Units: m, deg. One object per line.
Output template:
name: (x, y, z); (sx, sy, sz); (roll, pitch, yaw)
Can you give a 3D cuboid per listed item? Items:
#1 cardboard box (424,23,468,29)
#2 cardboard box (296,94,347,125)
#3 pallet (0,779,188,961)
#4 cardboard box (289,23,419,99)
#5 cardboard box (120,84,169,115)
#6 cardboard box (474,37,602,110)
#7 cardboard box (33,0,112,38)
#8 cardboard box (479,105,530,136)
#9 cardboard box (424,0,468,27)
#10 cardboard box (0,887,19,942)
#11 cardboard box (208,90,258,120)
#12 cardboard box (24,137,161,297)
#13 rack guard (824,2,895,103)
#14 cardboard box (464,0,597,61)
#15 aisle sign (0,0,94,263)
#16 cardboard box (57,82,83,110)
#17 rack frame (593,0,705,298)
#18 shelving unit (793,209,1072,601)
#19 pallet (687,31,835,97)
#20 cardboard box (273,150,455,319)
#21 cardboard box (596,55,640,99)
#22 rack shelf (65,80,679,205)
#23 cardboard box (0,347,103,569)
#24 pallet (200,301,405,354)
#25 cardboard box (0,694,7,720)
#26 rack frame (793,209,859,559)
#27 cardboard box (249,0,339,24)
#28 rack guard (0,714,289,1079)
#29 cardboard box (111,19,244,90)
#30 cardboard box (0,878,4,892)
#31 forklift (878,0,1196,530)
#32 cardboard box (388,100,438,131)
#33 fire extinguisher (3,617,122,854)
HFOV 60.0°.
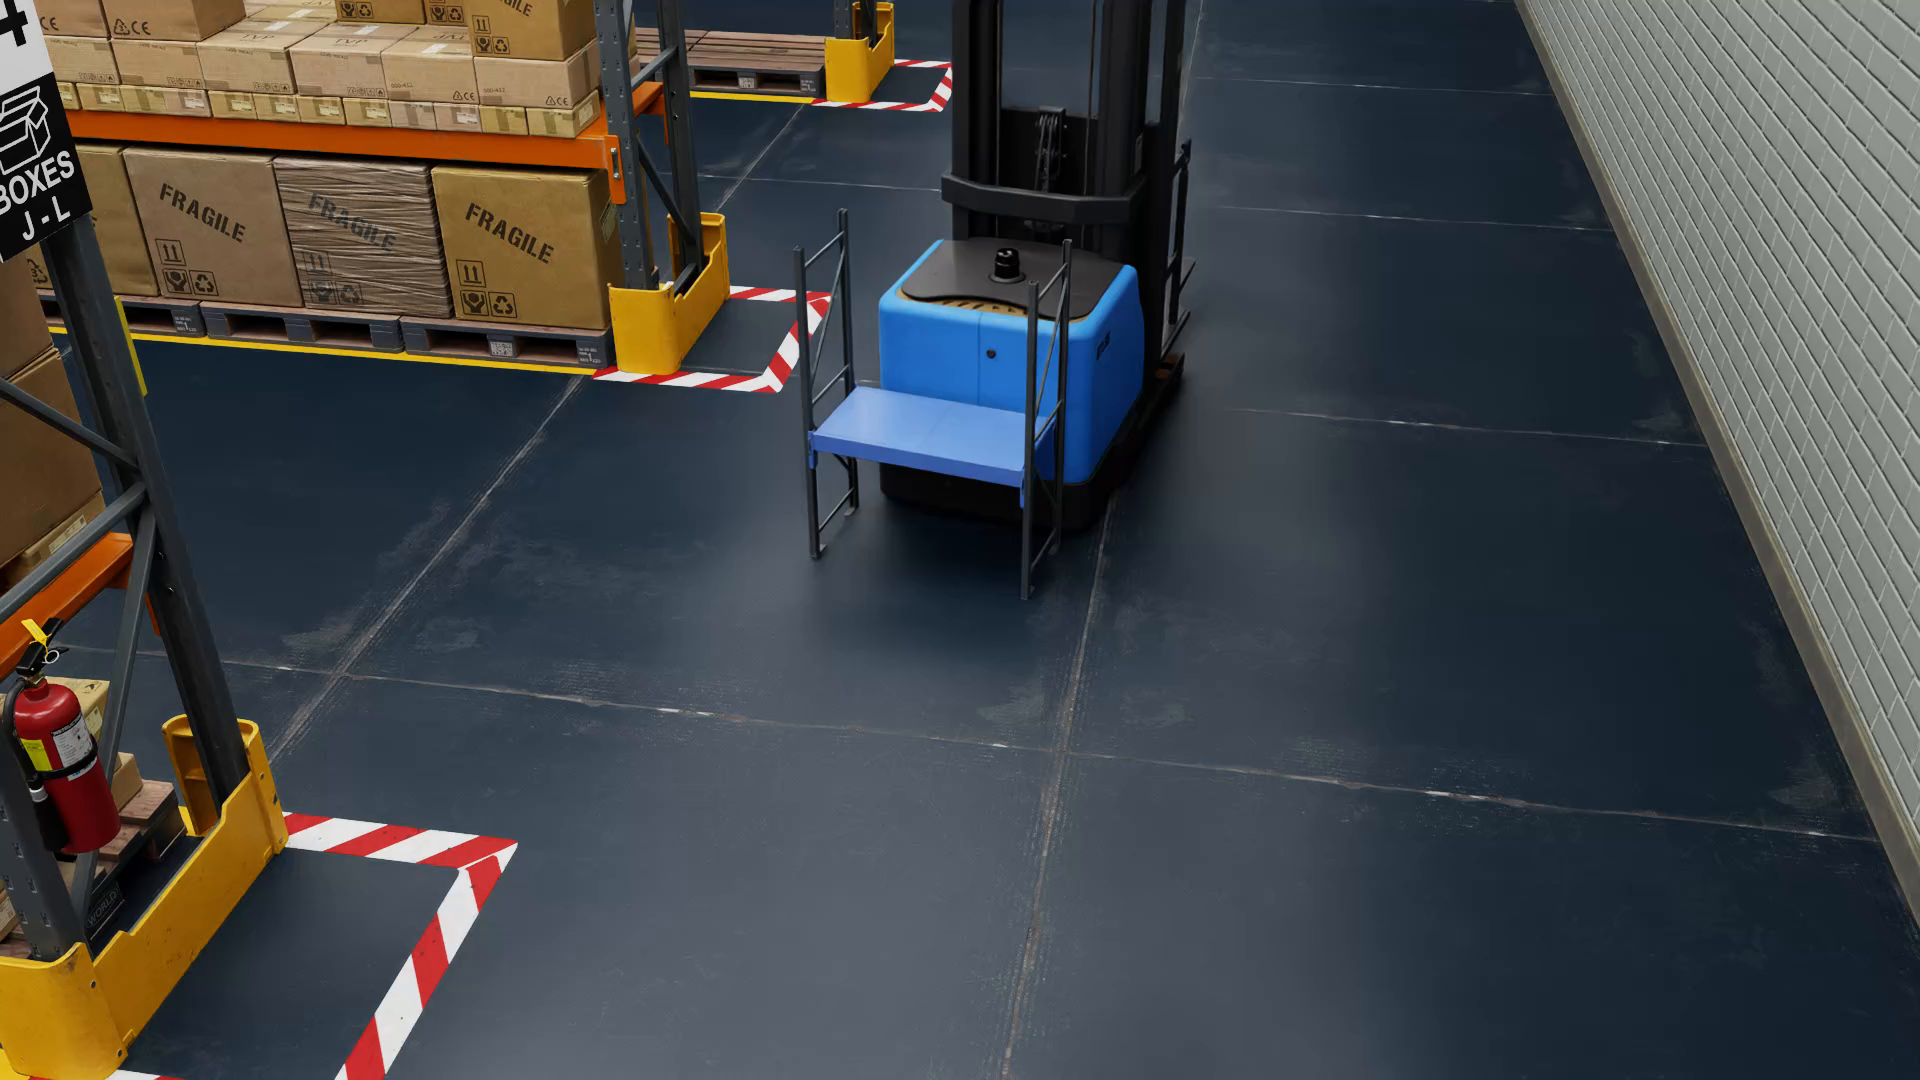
cardboard box: (-2.619, -2.789, 9.240); (0.500, 0.250, 0.500); (5, 32, 8)
cardboard box: (-3.347, -2.366, 8.940); (0.250, 0.149, 0.380); (5, 32, 8)
pallet: (-3.482, 1.169, 5.683); (1.213, 0.211, 1.003); (5, 32, 8)
cardboard box: (-3.202, -2.558, 8.870); (0.500, 0.250, 0.500); (4, 32, 7)
cardboard box: (-4.355, -2.458, 9.087); (0.250, 0.149, 0.380); (5, 32, 8)
cardboard box: (-2.200, -2.467, 8.725); (0.500, 0.250, 0.500); (5, 32, 7)
cardboard box: (-4.708, -3.013, 8.890); (0.500, 0.500, 0.500); (5, 32, 8)
cardboard box: (-2.341, -2.275, 8.795); (0.250, 0.149, 0.380); (6, 32, 9)
cardboard box: (-2.599, -3.109, 9.044); (0.500, 0.500, 0.500); (4, 32, 7)
cardboard box: (-3.166, 1.178, 5.333); (0.250, 0.149, 0.380); (6, 32, 9)
cardboard box: (-3.848, -2.412, 9.013); (0.250, 0.149, 0.380); (4, 32, 7)
cardboard box: (-4.984, -2.034, 9.778); (0.875, 0.875, 0.875); (5, 32, 8)
rack guard: (-0.819, -4.035, 13.726); (0.348, 0.500, 1.175); (5, 32, 8)
cardboard box: (-2.202, -2.786, 8.528); (0.500, 0.500, 0.500); (6, 32, 9)
aisle sign: (-2.490, -1.167, 4.337); (0.004, 0.787, 0.394); (5, 32, 8)
cardboard box: (-4.867, -2.503, 9.159); (0.250, 0.149, 0.380); (6, 33, 10)
rack frame: (-1.678, -2.500, 8.917); (0.127, 3.000, 1.000); (5, 32, 8)
shelving unit: (-0.109, -0.585, 7.271); (1.048, 1.500, 0.538); (11, 34, 17)
pallet: (-1.651, -4.002, 13.945); (1.213, 0.211, 1.003); (5, 32, 8)
cardboard box: (-3.219, -1.874, 9.523); (0.875, 0.875, 0.875); (5, 32, 8)
cardboard box: (-1.972, -2.598, 9.310); (0.250, 0.149, 0.380); (6, 32, 9)
rack shelf: (-3.649, -2.373, 9.393); (4.000, 0.370, 1.077); (5, 32, 8)
cardboard box: (-3.008, -0.268, 4.976); (0.500, 0.500, 0.500); (7, 33, 11)
pallet: (-3.678, -1.458, 9.881); (1.213, 0.211, 1.003); (5, 32, 8)
cardboard box: (-3.363, 0.677, 5.571); (0.250, 0.149, 0.380); (6, 33, 9)
rack frame: (-0.586, -0.678, 7.419); (0.032, 1.500, 0.500); (11, 34, 17)
cardboard box: (-3.629, -2.880, 9.385); (0.500, 0.250, 0.500); (5, 32, 7)
rack guard: (-2.687, 1.138, 5.461); (0.348, 0.500, 1.175); (5, 32, 8)
cardboard box: (-4.201, -2.650, 9.018); (0.500, 0.250, 0.500); (6, 33, 9)
cardboard box: (-3.180, 1.092, 5.190); (0.250, 0.149, 0.380); (4, 32, 7)
forklift: (0.591, -2.063, 8.283); (1.130, 2.935, 3.031); (11, 34, 17)
cardboard box: (-2.835, -2.321, 8.868); (0.250, 0.149, 0.380); (6, 32, 9)
fire extinguisher: (-2.441, 0.540, 4.485); (0.183, 0.674, 0.296); (5, 32, 8)
